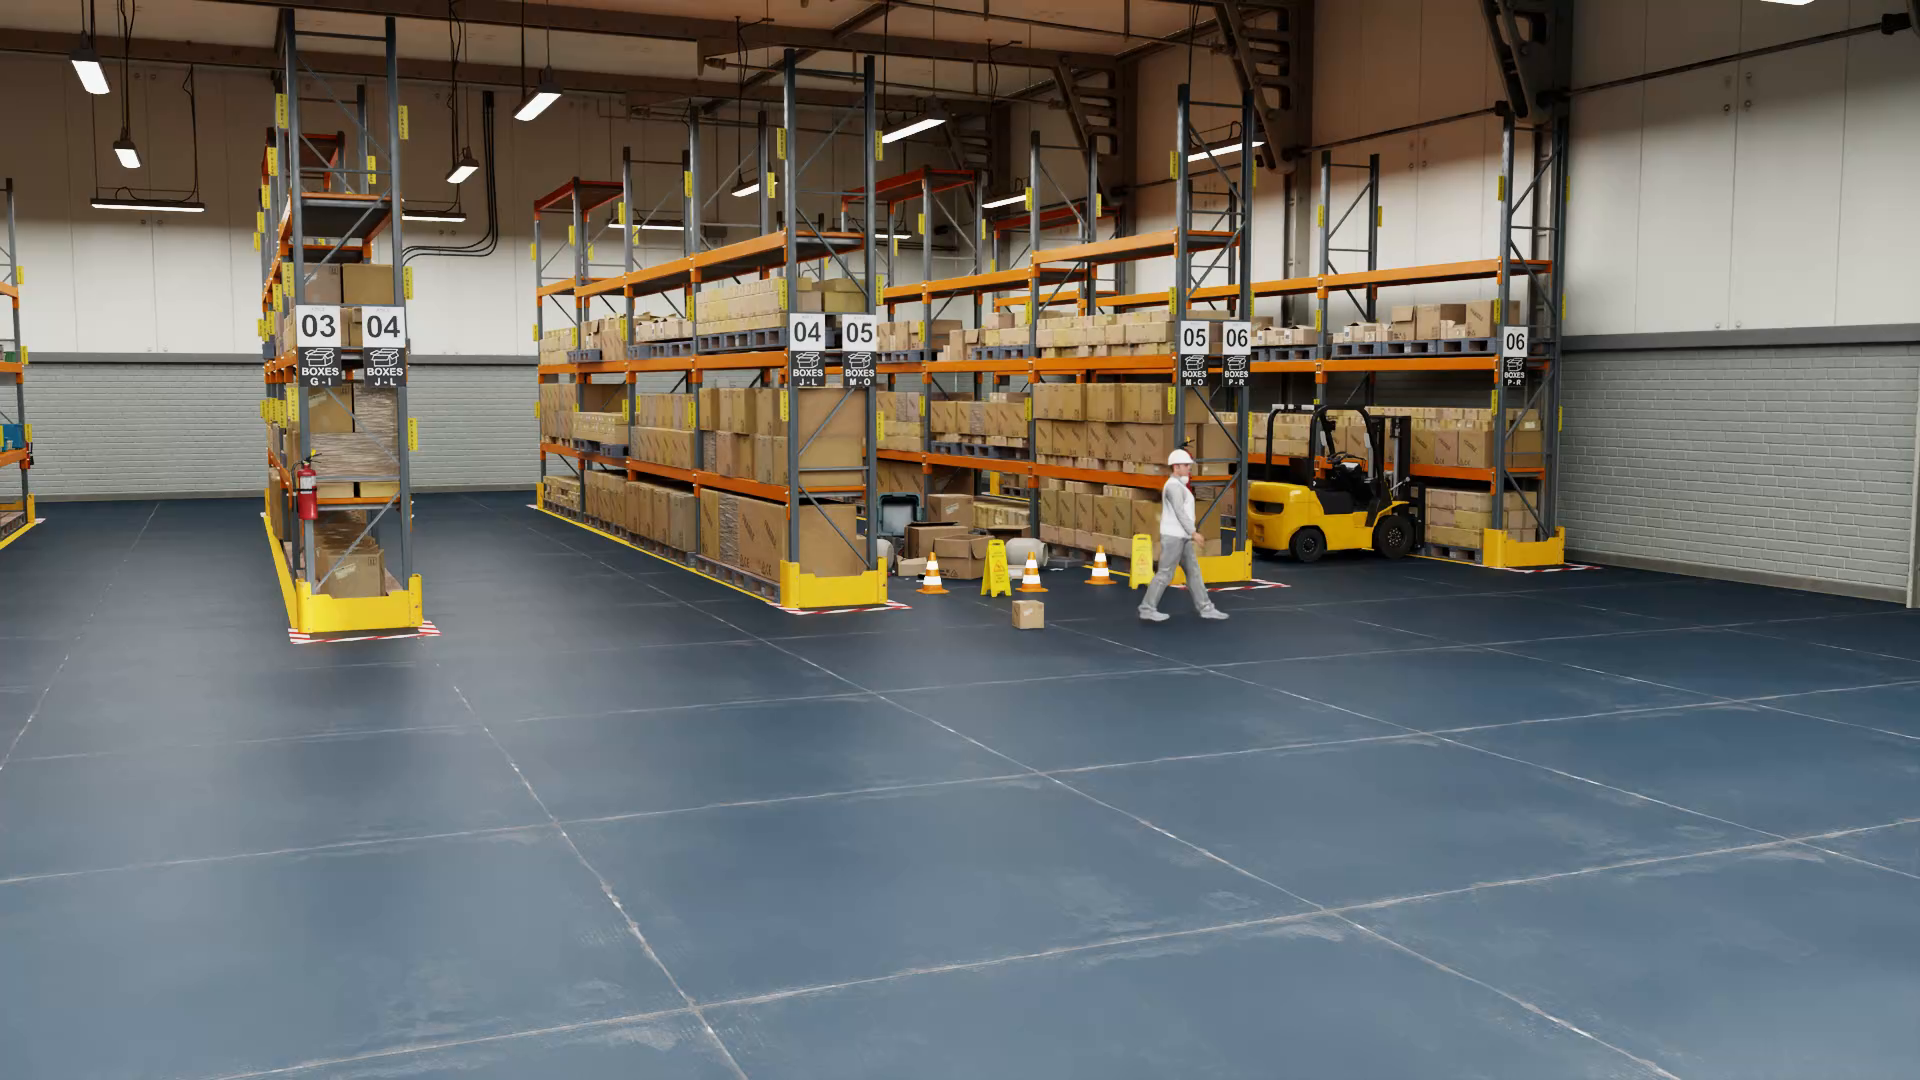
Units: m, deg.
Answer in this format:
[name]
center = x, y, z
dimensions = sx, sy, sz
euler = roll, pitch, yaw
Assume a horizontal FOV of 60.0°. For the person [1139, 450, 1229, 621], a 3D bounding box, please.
[person]
center = 2.284, -0.047, 16.896
dimensions = 0.919, 1.737, 0.624
euler = 1, 5, 8
